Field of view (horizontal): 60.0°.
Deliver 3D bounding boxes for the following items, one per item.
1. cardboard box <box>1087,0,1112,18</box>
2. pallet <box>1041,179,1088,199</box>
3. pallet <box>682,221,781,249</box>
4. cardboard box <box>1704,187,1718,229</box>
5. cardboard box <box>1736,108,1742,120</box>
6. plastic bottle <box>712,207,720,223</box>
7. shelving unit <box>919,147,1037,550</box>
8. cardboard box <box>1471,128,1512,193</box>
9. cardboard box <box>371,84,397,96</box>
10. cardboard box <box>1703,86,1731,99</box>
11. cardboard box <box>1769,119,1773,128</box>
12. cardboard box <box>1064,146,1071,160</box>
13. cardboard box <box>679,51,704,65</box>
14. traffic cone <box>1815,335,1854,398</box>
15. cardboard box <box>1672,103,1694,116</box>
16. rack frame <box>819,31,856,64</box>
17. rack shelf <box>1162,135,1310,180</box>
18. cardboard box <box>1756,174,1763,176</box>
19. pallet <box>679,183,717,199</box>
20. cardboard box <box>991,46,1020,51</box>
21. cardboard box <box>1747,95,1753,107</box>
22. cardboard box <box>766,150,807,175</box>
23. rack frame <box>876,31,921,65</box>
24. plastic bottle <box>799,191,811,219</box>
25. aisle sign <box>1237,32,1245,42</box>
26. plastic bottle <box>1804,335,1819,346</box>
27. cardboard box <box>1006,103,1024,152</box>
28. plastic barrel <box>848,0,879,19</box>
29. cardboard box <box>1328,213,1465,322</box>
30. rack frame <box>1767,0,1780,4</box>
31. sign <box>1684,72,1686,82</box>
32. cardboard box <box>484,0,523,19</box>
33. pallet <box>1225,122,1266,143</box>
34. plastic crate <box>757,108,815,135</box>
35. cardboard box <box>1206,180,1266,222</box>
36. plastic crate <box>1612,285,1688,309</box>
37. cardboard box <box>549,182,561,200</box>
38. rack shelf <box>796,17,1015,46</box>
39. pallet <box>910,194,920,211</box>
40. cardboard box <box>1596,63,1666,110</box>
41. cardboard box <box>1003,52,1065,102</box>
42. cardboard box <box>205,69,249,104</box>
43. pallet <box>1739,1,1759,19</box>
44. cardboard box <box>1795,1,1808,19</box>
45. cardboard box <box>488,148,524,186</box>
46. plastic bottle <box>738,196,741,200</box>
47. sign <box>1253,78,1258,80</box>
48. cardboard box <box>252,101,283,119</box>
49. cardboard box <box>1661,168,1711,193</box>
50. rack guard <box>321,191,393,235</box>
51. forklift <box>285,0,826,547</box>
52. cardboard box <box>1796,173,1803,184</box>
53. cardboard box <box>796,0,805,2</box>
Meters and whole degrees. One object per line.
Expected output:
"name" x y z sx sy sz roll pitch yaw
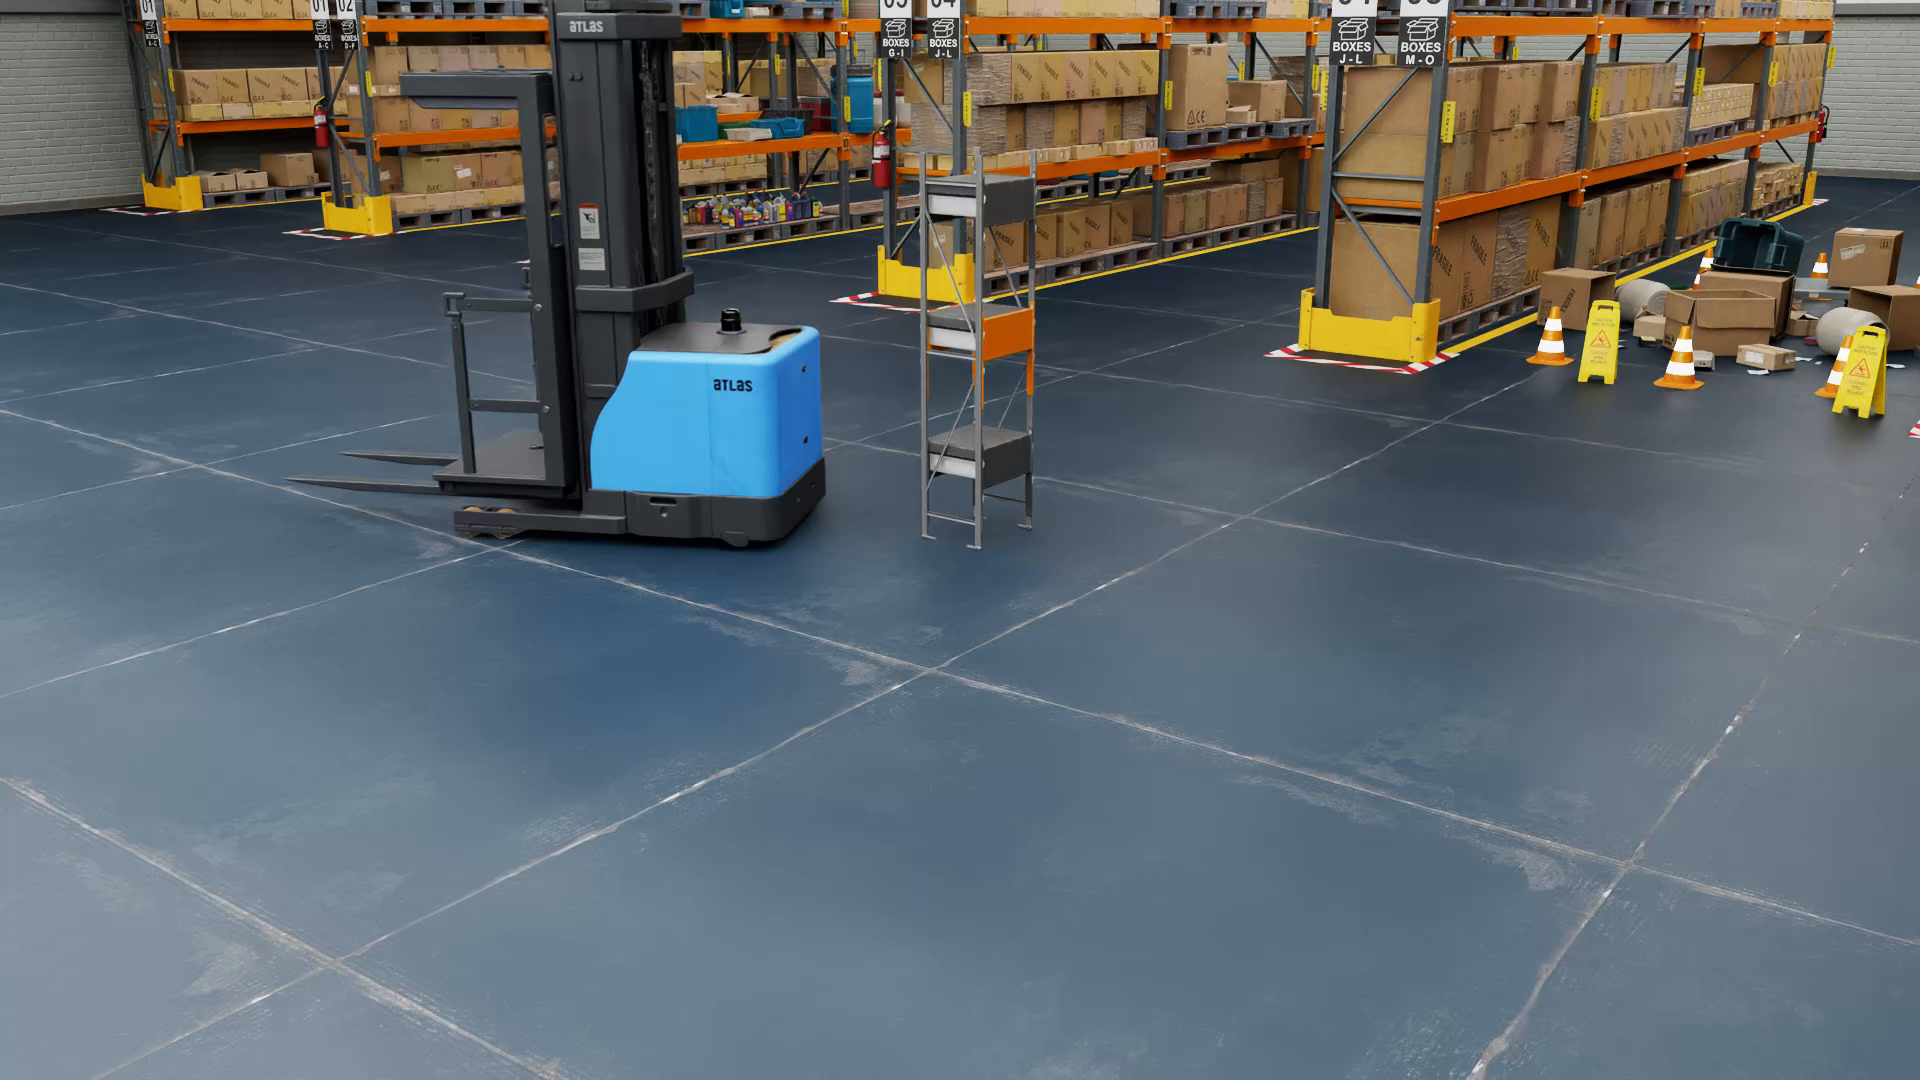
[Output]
"cardboard box" 1.335 -5.889 18.343 0.500 0.250 0.500 12 21 34
"pallet" 1.585 -5.908 27.913 1.003 0.211 1.213 12 21 35
"pallet" -3.122 -4.026 21.854 1.003 0.211 1.213 12 21 35
"cardboard box" 9.548 -4.353 21.710 0.500 0.500 0.500 12 21 33
"cardboard box" 10.324 -5.762 22.457 0.380 0.149 0.250 12 21 35
"plastic bottle" -3.237 -4.309 22.038 0.097 0.201 0.097 0 17 0
"shelving unit" 0.099 -1.042 9.059 0.431 2.100 0.503 12 21 35
"cardboard box" 4.485 -3.488 15.165 0.875 0.550 0.550 12 21 35
"cardboard box" -7.914 -6.139 22.692 0.380 0.149 0.250 12 21 34
"cardboard box" 9.846 -5.856 21.757 0.380 0.149 0.250 11 21 32
"cardboard box" 11.515 -6.033 24.037 0.380 0.149 0.250 11 21 32
"cardboard box" 1.008 -4.303 18.467 0.380 0.149 0.250 12 21 35
"cardboard box" -5.537 -9.740 33.581 0.500 0.250 0.500 13 21 36
"traffic cone" 6.812 -1.342 12.786 0.336 0.463 0.334 12 21 35
"cardboard box" 8.772 -5.282 20.408 0.380 0.149 0.250 14 22 37
"rack frame" -2.768 -10.411 37.712 1.000 3.000 0.127 12 21 35
"rack shelf" 3.208 -5.060 21.693 1.077 0.370 4.000 12 21 35
"cardboard box" 11.400 -5.225 24.107 0.380 0.149 0.250 12 21 34
"pallet" -4.804 -5.821 27.633 1.003 0.211 1.213 12 21 35
"cardboard box" 0.868 -9.787 33.847 0.500 0.500 0.500 13 22 36
"cardboard box" 10.627 -6.025 22.802 0.380 0.149 0.250 13 22 36
"cardboard box" -3.054 -6.706 29.252 0.500 0.500 0.500 14 22 37
"rack frame" -1.171 -8.584 31.828 1.000 3.000 0.127 12 21 35
"plastic bottle" -2.114 -4.543 22.541 0.144 0.351 0.185 12 21 33
"aisle sign" 5.466 -9.868 31.578 0.394 0.787 0.004 12 21 35
"plastic bottle" 7.700 -1.797 14.927 0.283 0.061 0.133 -16 23 -41
"cardboard box" 0.184 -4.431 17.784 0.875 0.500 0.500 12 21 35
"plastic barrel" -1.443 -7.790 23.367 0.600 0.901 0.600 0 17 0
"cardboard box" 3.907 -2.433 14.895 0.875 0.875 0.875 13 21 35
"rack frame" 10.706 -8.797 22.399 1.000 3.000 0.127 12 21 35
"sign" 10.265 -6.440 23.463 0.100 0.325 0.005 12 21 35
"cardboard box" -8.382 -9.705 30.172 0.797 0.503 0.637 16 24 42
"pallet" 3.253 -5.310 21.607 1.003 0.211 1.213 12 21 35
"plastic crate" -2.376 -5.671 22.551 0.767 0.338 0.504 12 21 35
"cardboard box" 3.696 -4.599 22.468 0.700 0.500 0.500 10 20 30
"plastic crate" 6.888 -2.438 16.683 0.662 0.188 0.450 -7 9 -22
"cardboard box" -6.344 -5.300 25.180 0.500 0.250 0.500 12 21 35
"rack shelf" -0.770 -7.368 24.067 1.077 0.370 4.000 12 21 35
"pallet" -0.071 -5.246 25.780 1.003 0.211 1.213 12 21 35
"cardboard box" 7.747 -5.279 19.330 0.700 0.500 0.500 12 21 34
"cardboard box" 0.780 -4.962 17.808 0.500 0.500 0.500 12 21 35
"cardboard box" -11.473 -7.073 25.917 0.500 0.500 0.500 12 21 35
"pallet" 9.637 -6.899 21.662 1.213 0.211 1.003 12 21 35
"cardboard box" 11.811 -7.598 23.849 0.500 0.250 0.500 14 22 37
"cardboard box" -6.641 -5.538 24.684 0.500 0.500 0.500 12 21 35
"plastic bottle" -3.020 -4.520 22.578 0.061 0.283 0.133 14 22 37
"sign" 5.640 -8.645 31.750 0.100 0.325 0.005 12 21 35
"cardboard box" -11.150 -6.845 26.447 0.500 0.250 0.500 12 21 34
"cardboard box" 9.230 -4.587 21.198 0.500 0.250 0.500 12 21 34
"rack guard" -8.335 -4.526 22.977 1.175 0.500 0.348 12 21 35
"forklift" -2.364 -1.556 9.312 3.031 2.935 1.130 3 18 10
"cardboard box" 13.004 -5.690 26.106 0.380 0.149 0.250 12 21 33
"cardboard box" -3.018 -9.343 29.046 0.910 0.500 0.500 12 21 35
